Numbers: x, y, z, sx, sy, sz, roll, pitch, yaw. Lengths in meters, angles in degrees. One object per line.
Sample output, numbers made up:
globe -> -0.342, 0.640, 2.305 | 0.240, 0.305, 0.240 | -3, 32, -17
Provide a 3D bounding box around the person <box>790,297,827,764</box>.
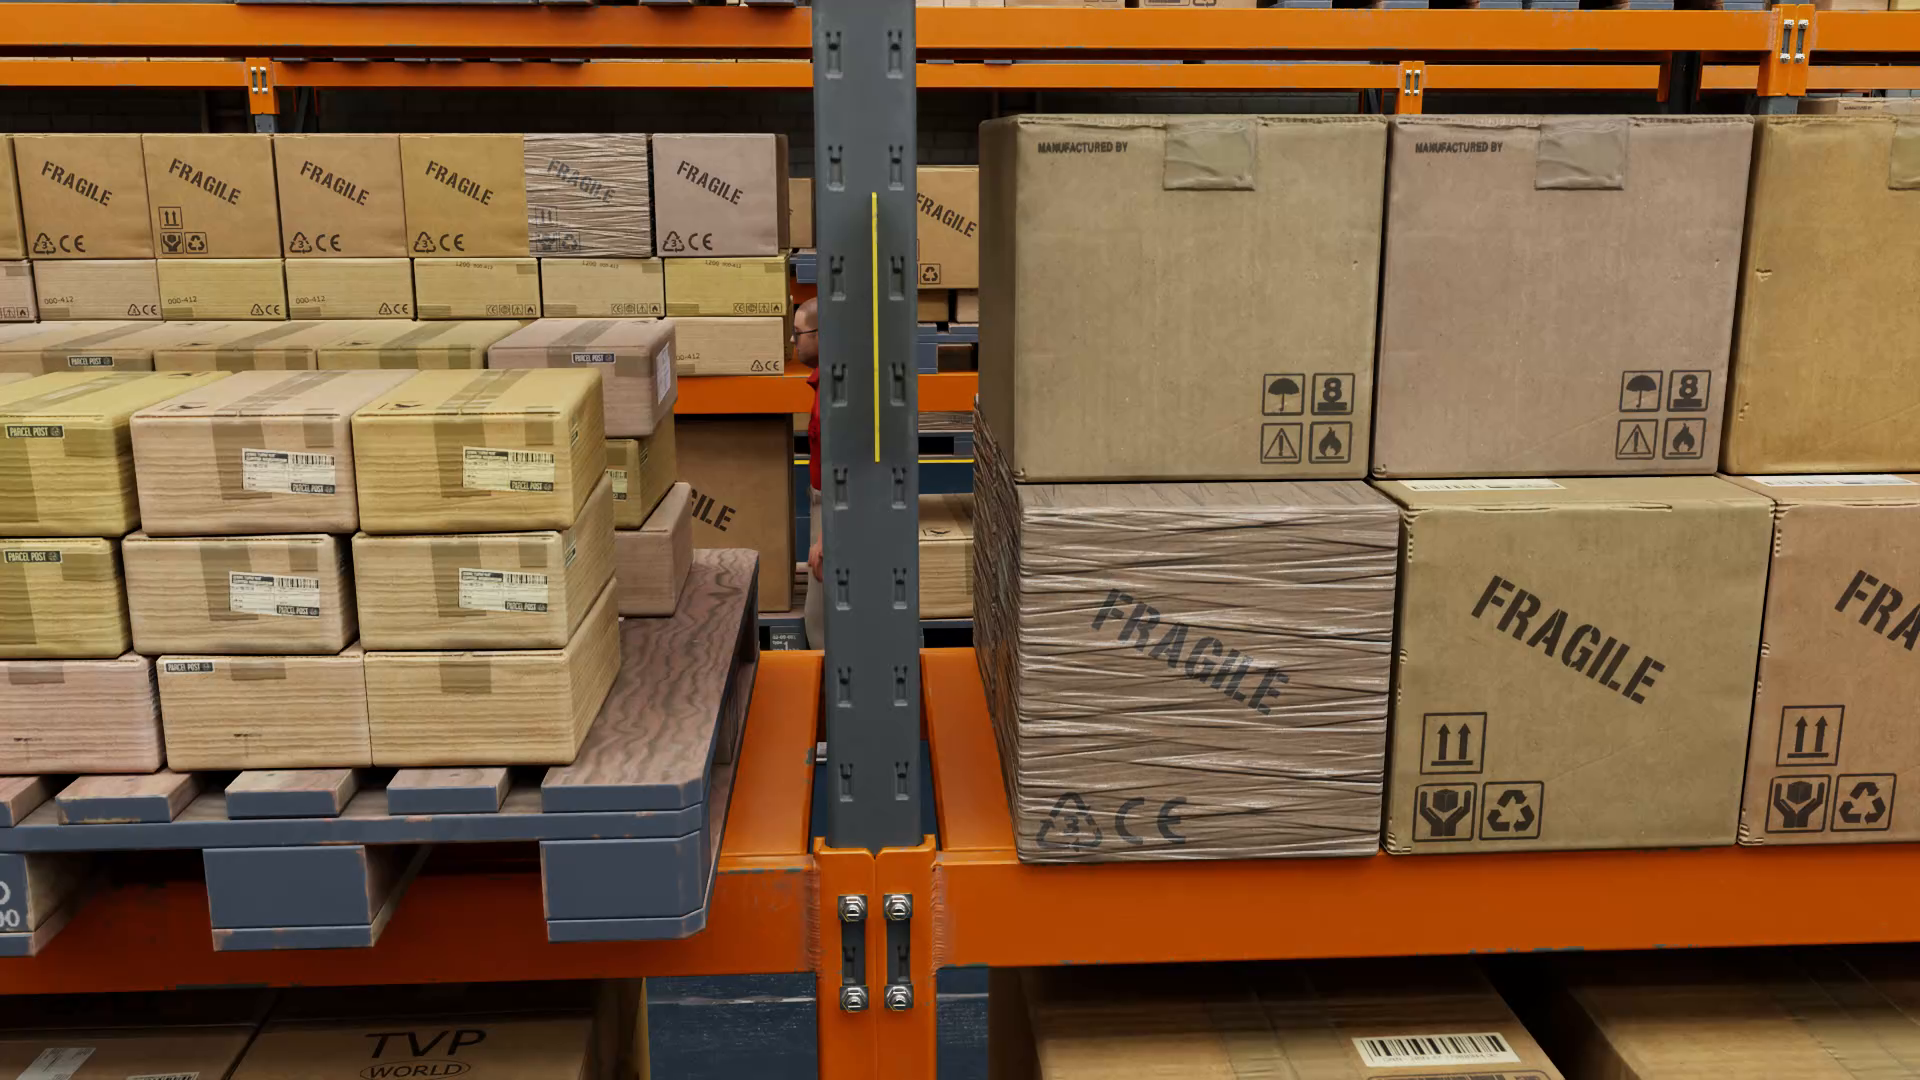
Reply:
person -> -0.437, -0.042, 6.194 | 0.384, 1.728, 0.603 | 1, 14, 6
